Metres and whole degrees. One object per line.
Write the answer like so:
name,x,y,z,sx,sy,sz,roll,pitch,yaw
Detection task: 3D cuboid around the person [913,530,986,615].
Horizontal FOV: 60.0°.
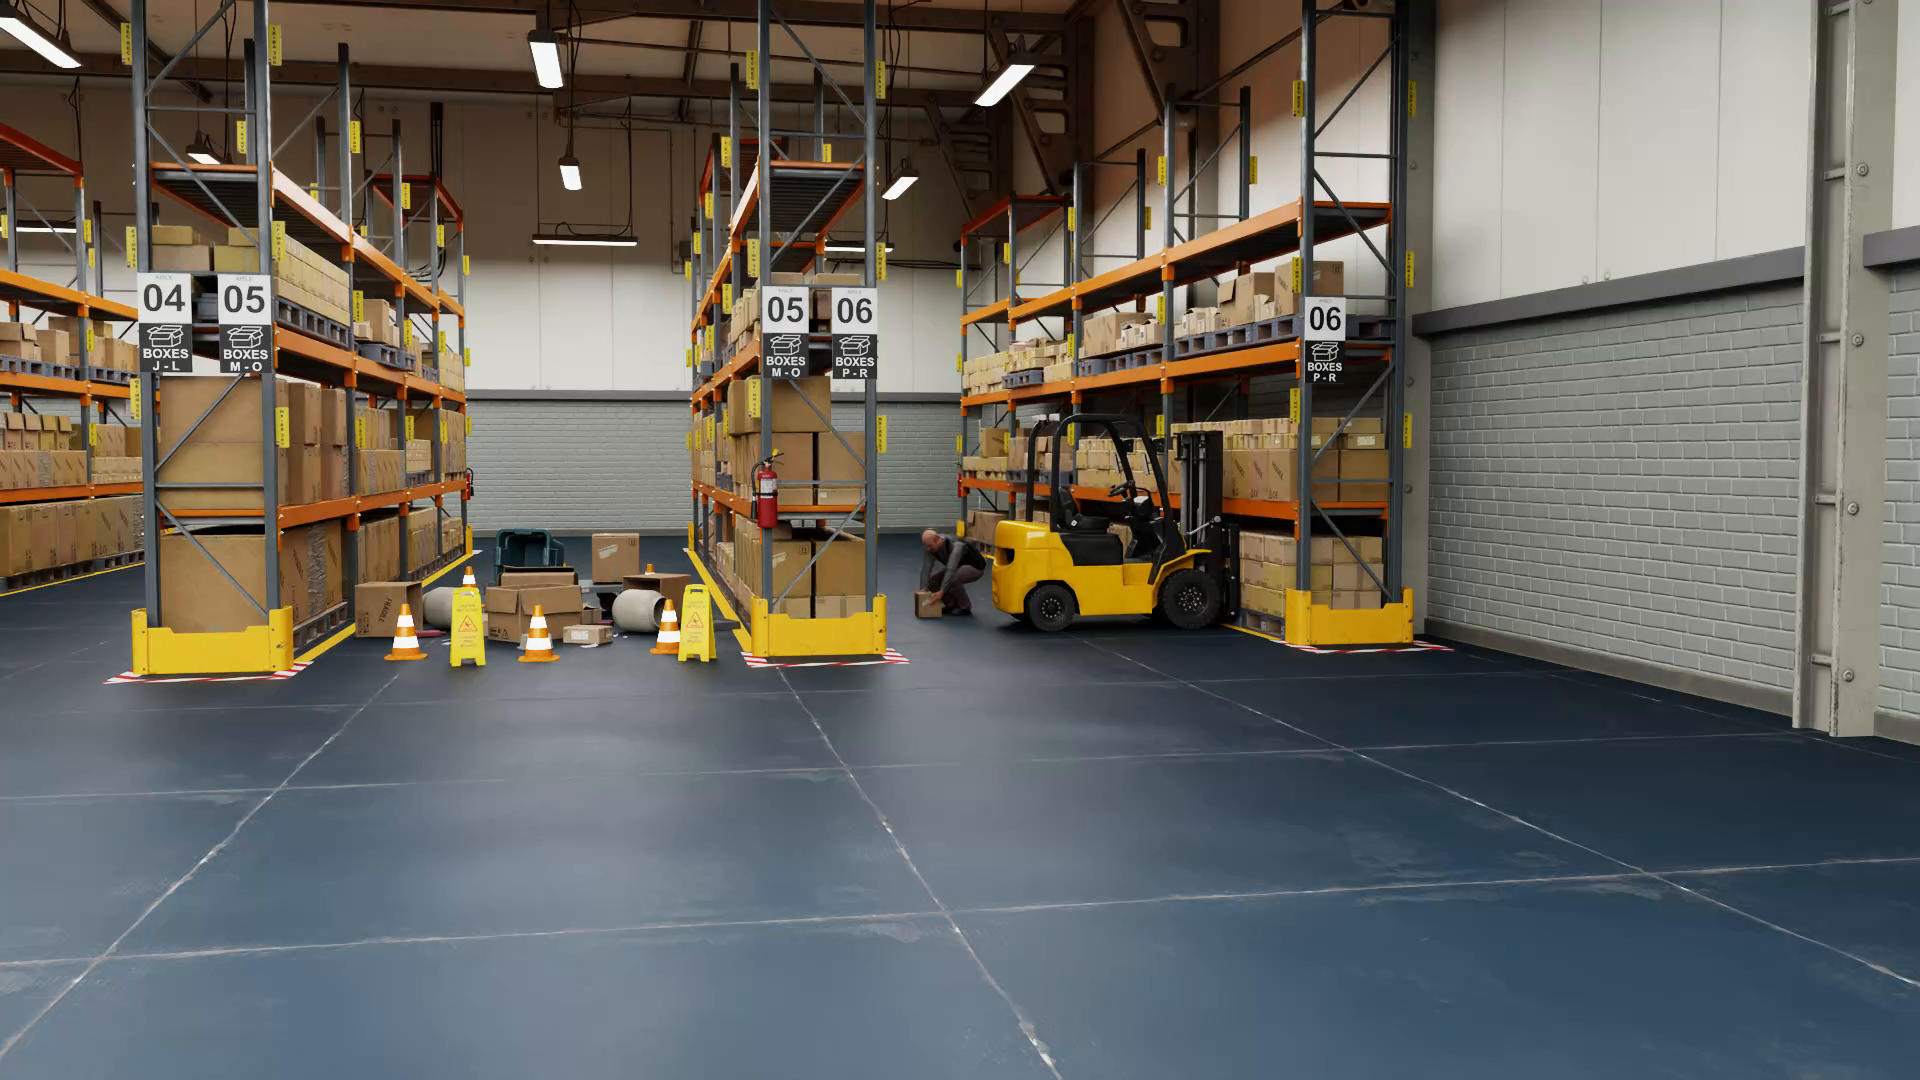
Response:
person,-0.100,0.347,18.188,0.861,0.945,0.543,-3,4,-41
